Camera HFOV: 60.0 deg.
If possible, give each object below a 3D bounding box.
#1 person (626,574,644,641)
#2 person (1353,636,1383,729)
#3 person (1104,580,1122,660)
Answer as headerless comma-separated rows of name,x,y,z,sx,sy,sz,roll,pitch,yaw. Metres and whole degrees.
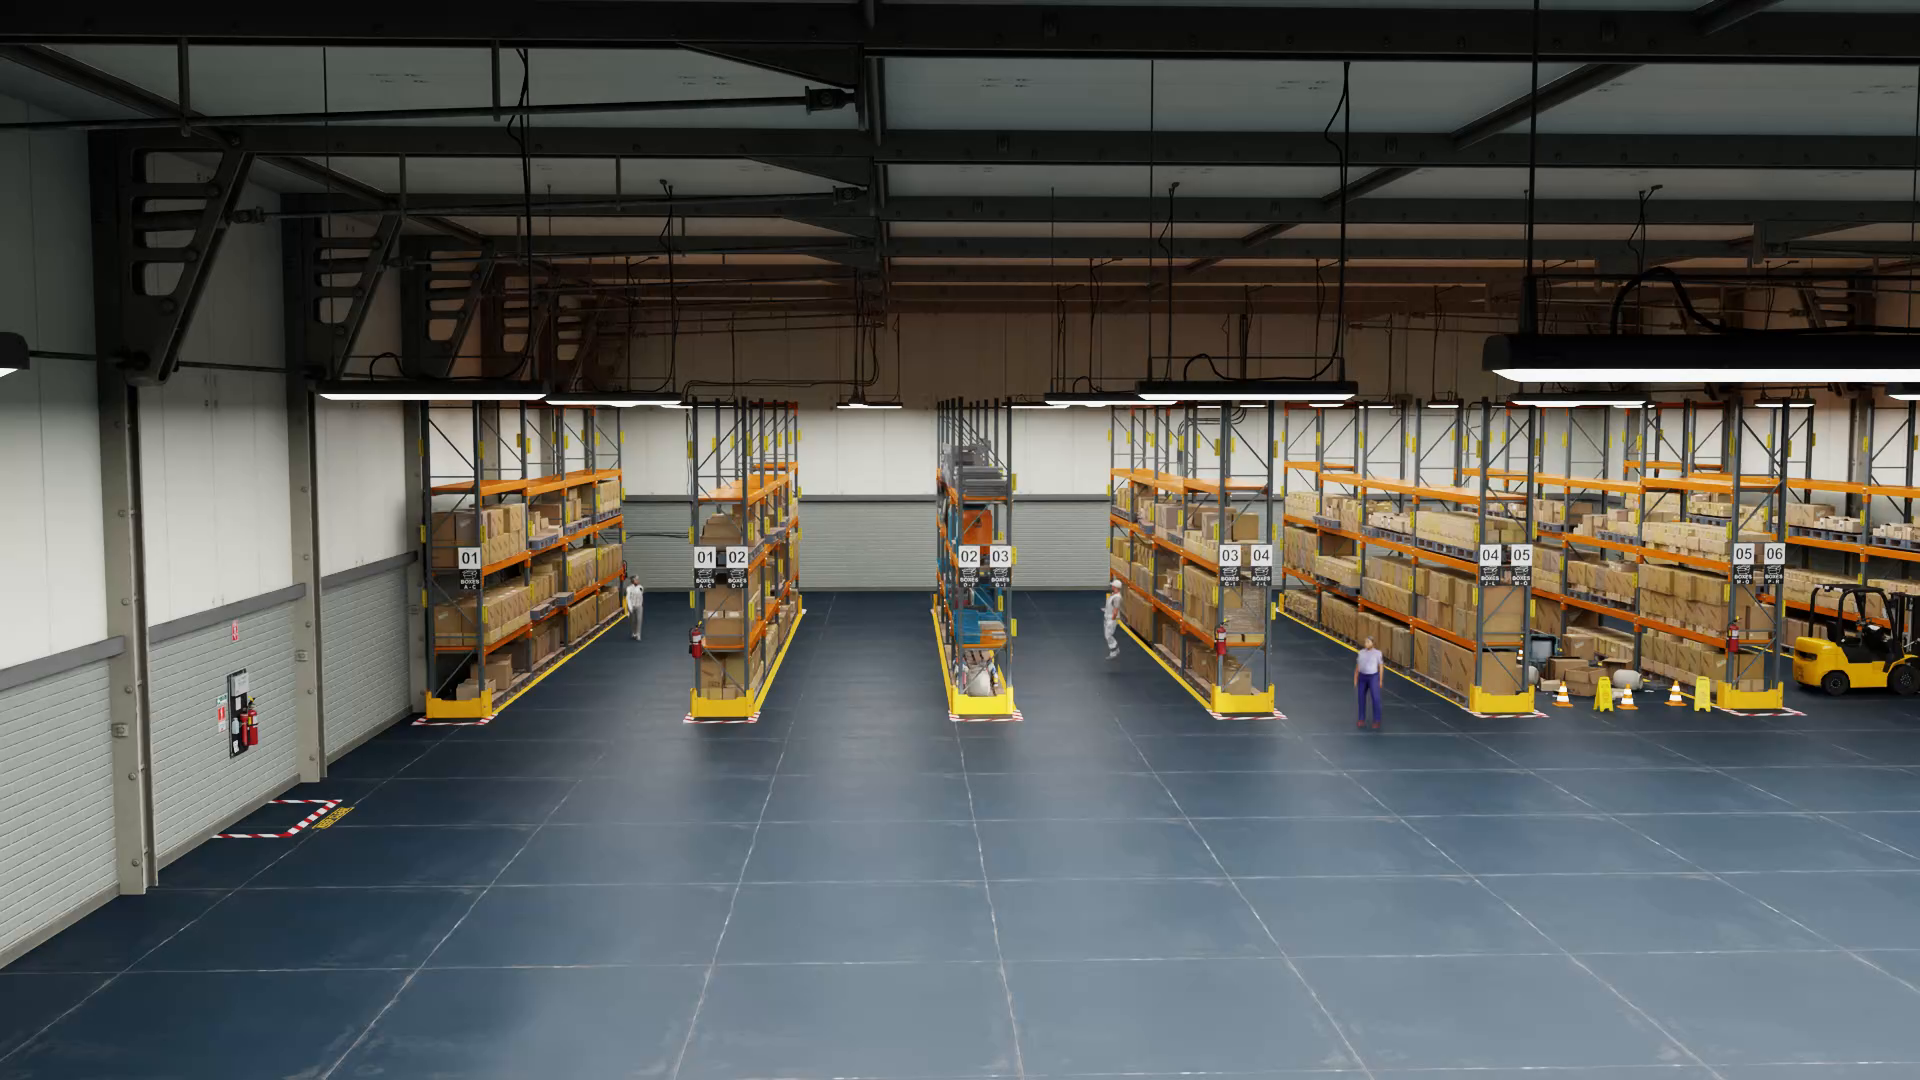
person,-8.138,1.674,41.650,0.436,1.639,0.947,-1,4,-8
person,7.409,2.571,30.221,0.506,1.666,0.356,3,5,35
person,3.362,1.781,36.656,0.475,1.827,0.648,-1,5,-14
